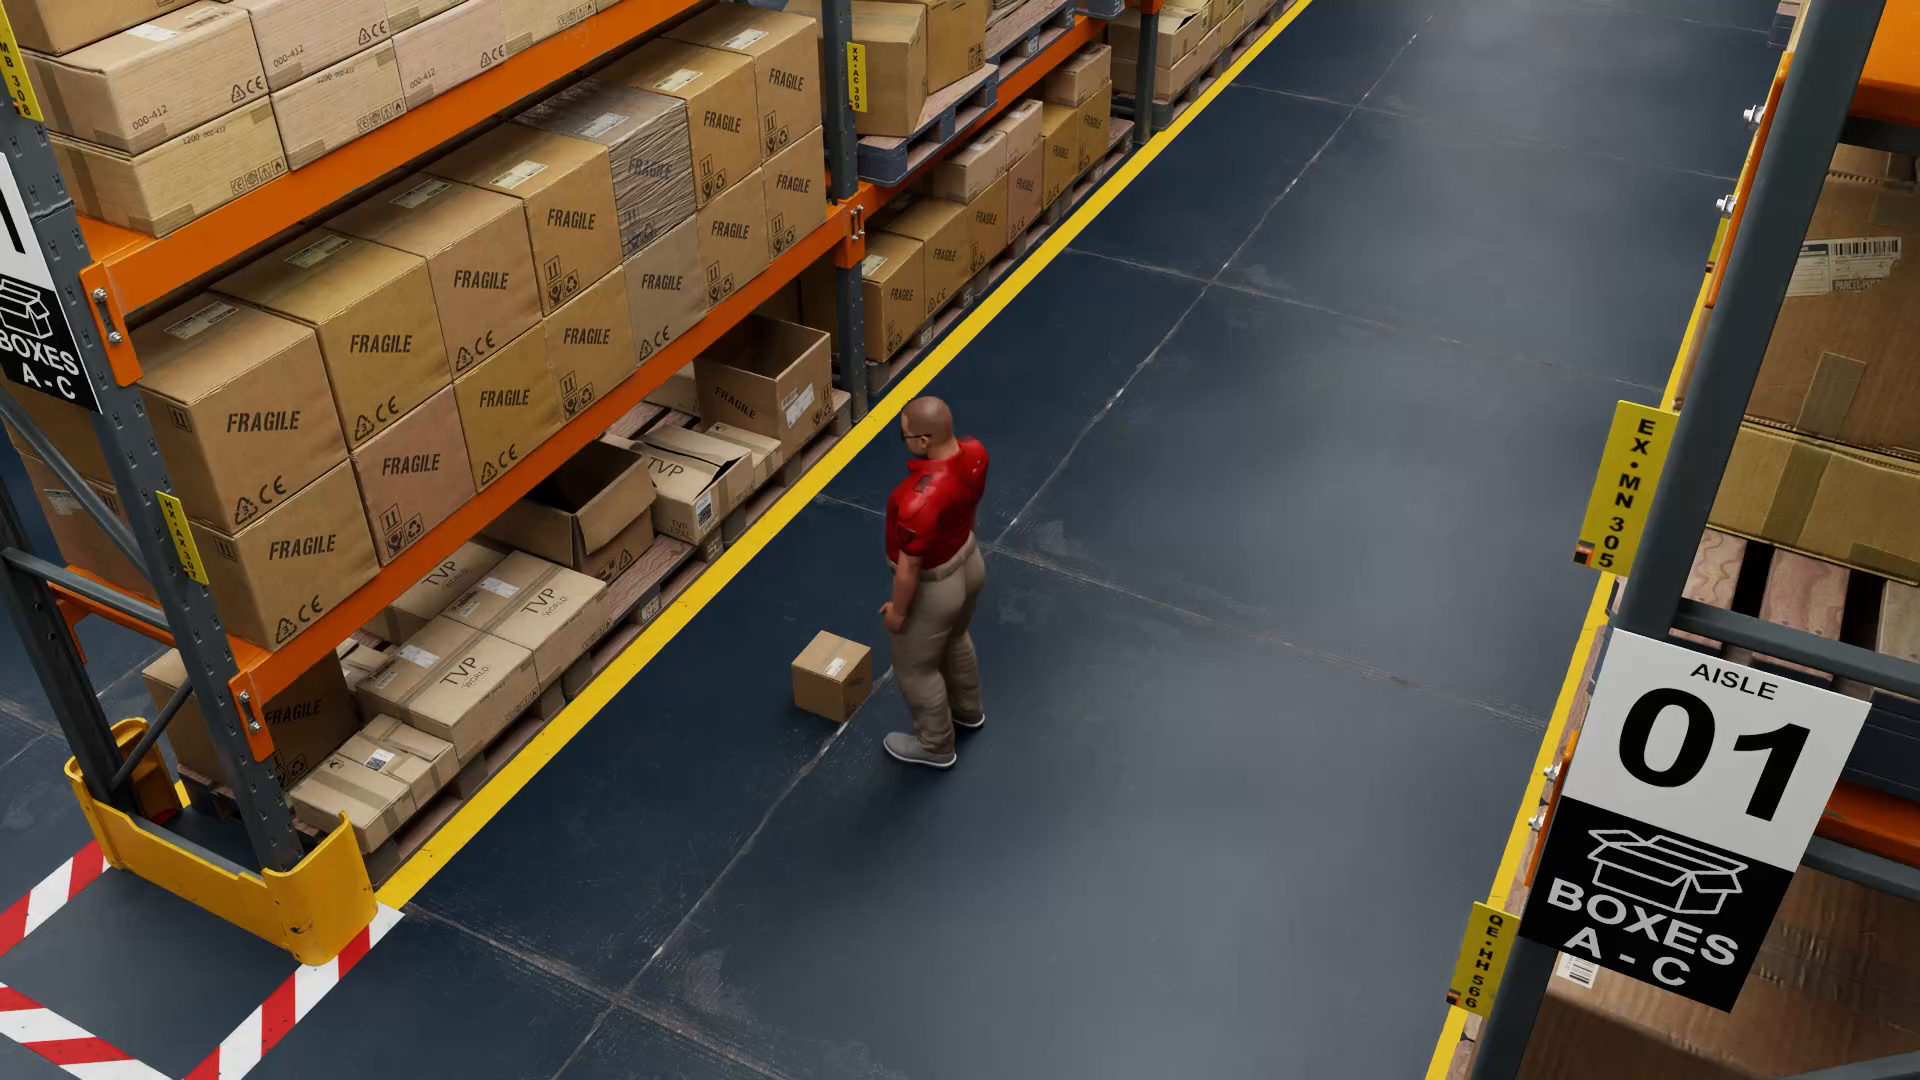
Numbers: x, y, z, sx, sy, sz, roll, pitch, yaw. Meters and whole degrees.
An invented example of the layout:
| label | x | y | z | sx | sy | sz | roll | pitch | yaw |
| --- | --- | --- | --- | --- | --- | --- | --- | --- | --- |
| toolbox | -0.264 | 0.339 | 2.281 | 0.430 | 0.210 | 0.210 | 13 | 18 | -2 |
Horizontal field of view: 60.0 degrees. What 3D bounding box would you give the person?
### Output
| label | x | y | z | sx | sy | sz | roll | pitch | yaw |
| --- | --- | --- | --- | --- | --- | --- | --- | --- | --- |
| person | -0.121 | 0.167 | 6.557 | 0.359 | 1.721 | 0.530 | 18 | 41 | 22 |
